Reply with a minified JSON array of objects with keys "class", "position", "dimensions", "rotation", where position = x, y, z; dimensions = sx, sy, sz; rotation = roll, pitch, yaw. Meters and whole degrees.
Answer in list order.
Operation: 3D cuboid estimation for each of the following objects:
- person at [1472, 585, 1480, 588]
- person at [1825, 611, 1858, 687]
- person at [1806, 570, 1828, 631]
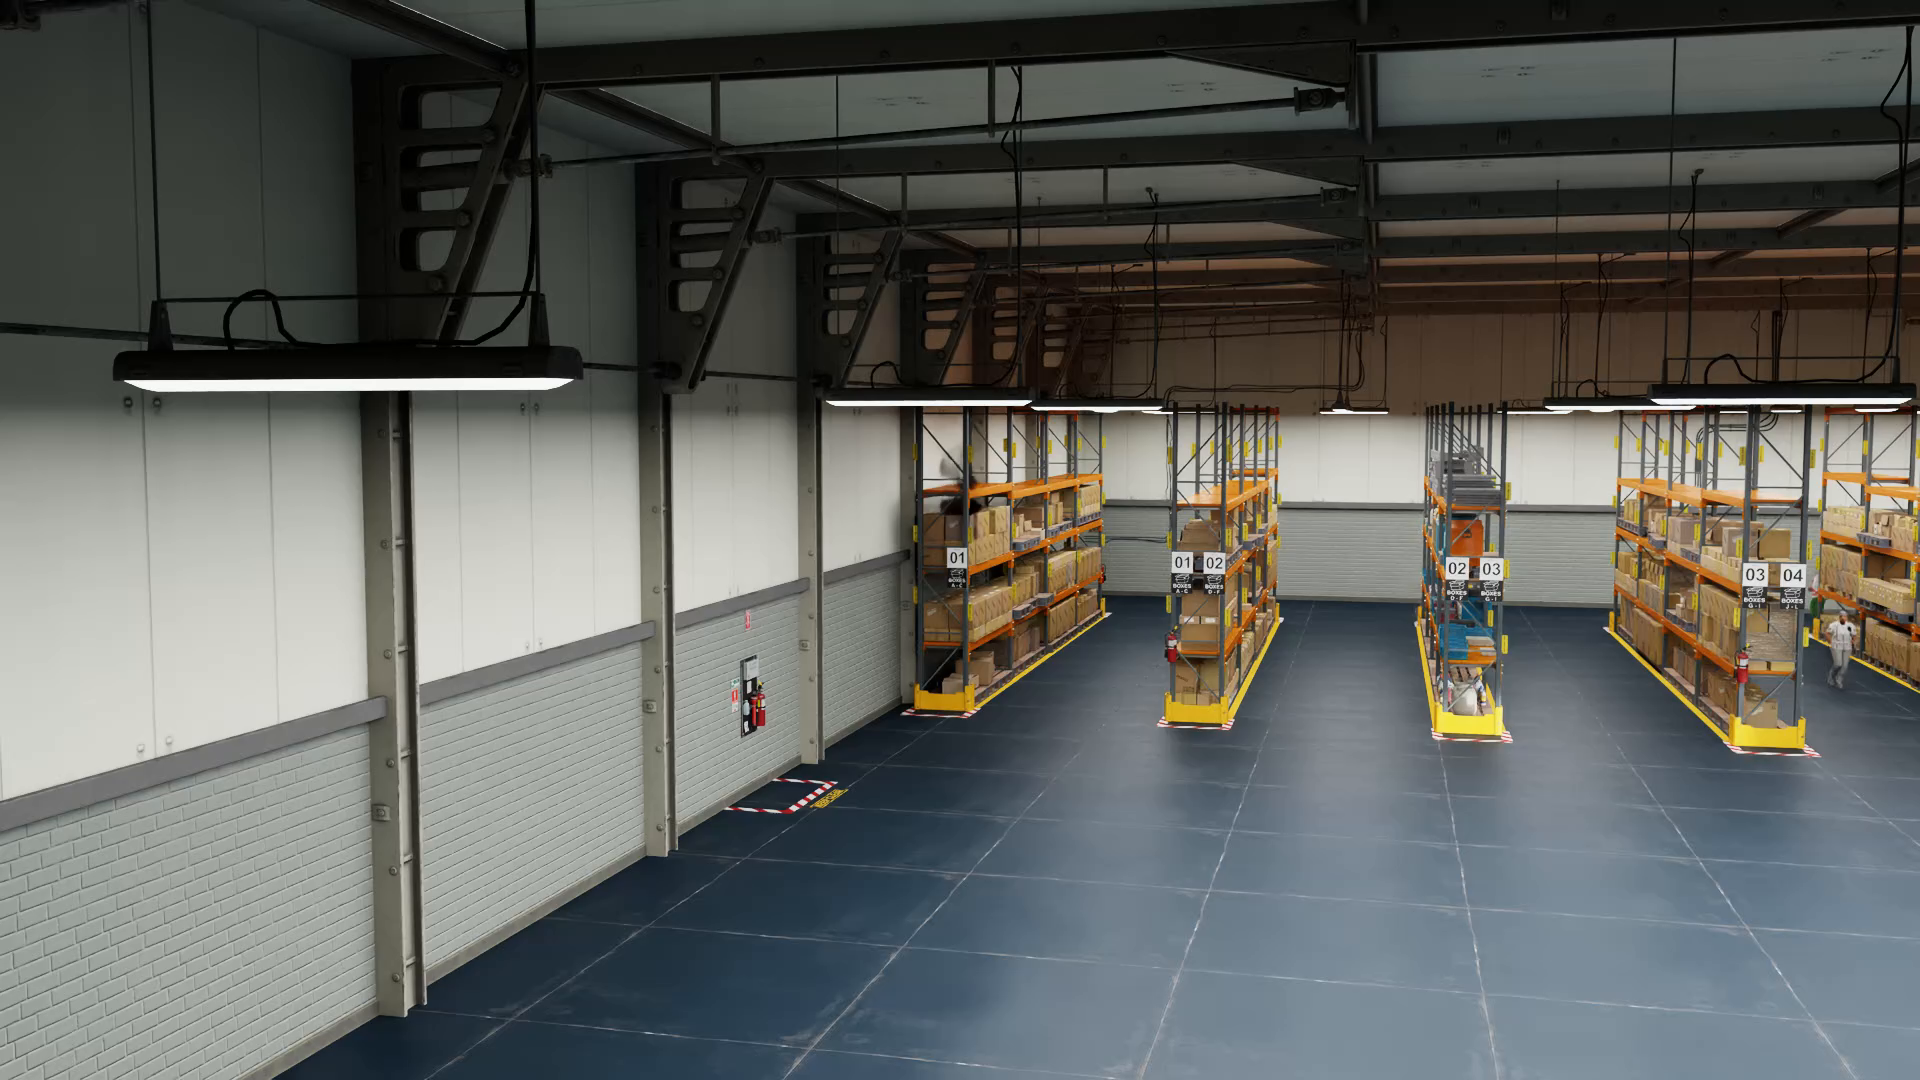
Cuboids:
[{"class":"person","position":[14.429,1.527,45.974],"dimensions":[0.524,1.611,0.634],"rotation":[3,5,38]},{"class":"person","position":[18.627,2.311,35.099],"dimensions":[0.586,1.634,0.584],"rotation":[1,4,14]},{"class":"person","position":[23.066,1.552,44.556],"dimensions":[0.790,1.758,0.658],"rotation":[-2,4,-20]}]
